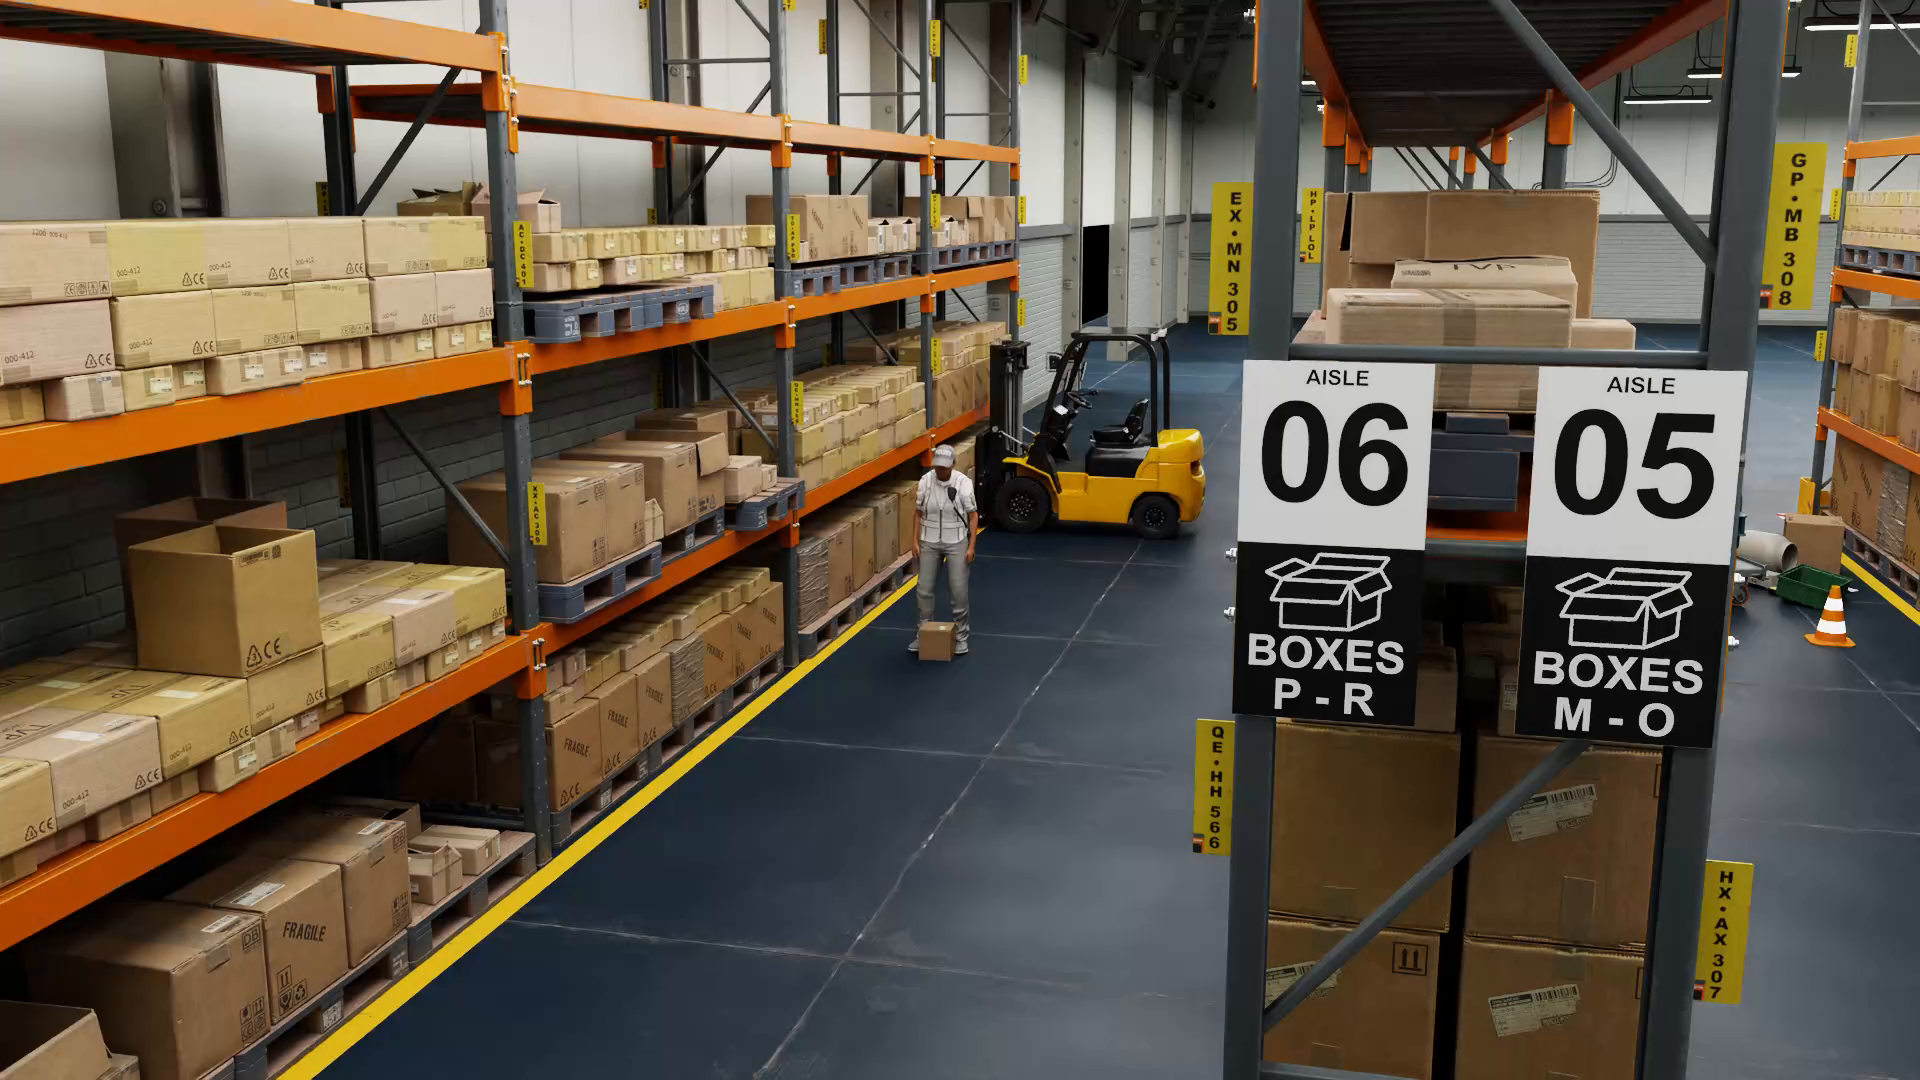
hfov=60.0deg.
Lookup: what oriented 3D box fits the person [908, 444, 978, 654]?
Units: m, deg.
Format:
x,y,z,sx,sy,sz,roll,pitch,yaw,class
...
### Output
x,y,z,sx,sy,sz,roll,pitch,yaw,class
-0.134,0.060,13.144,0.537,1.665,0.468,3,12,13,person
